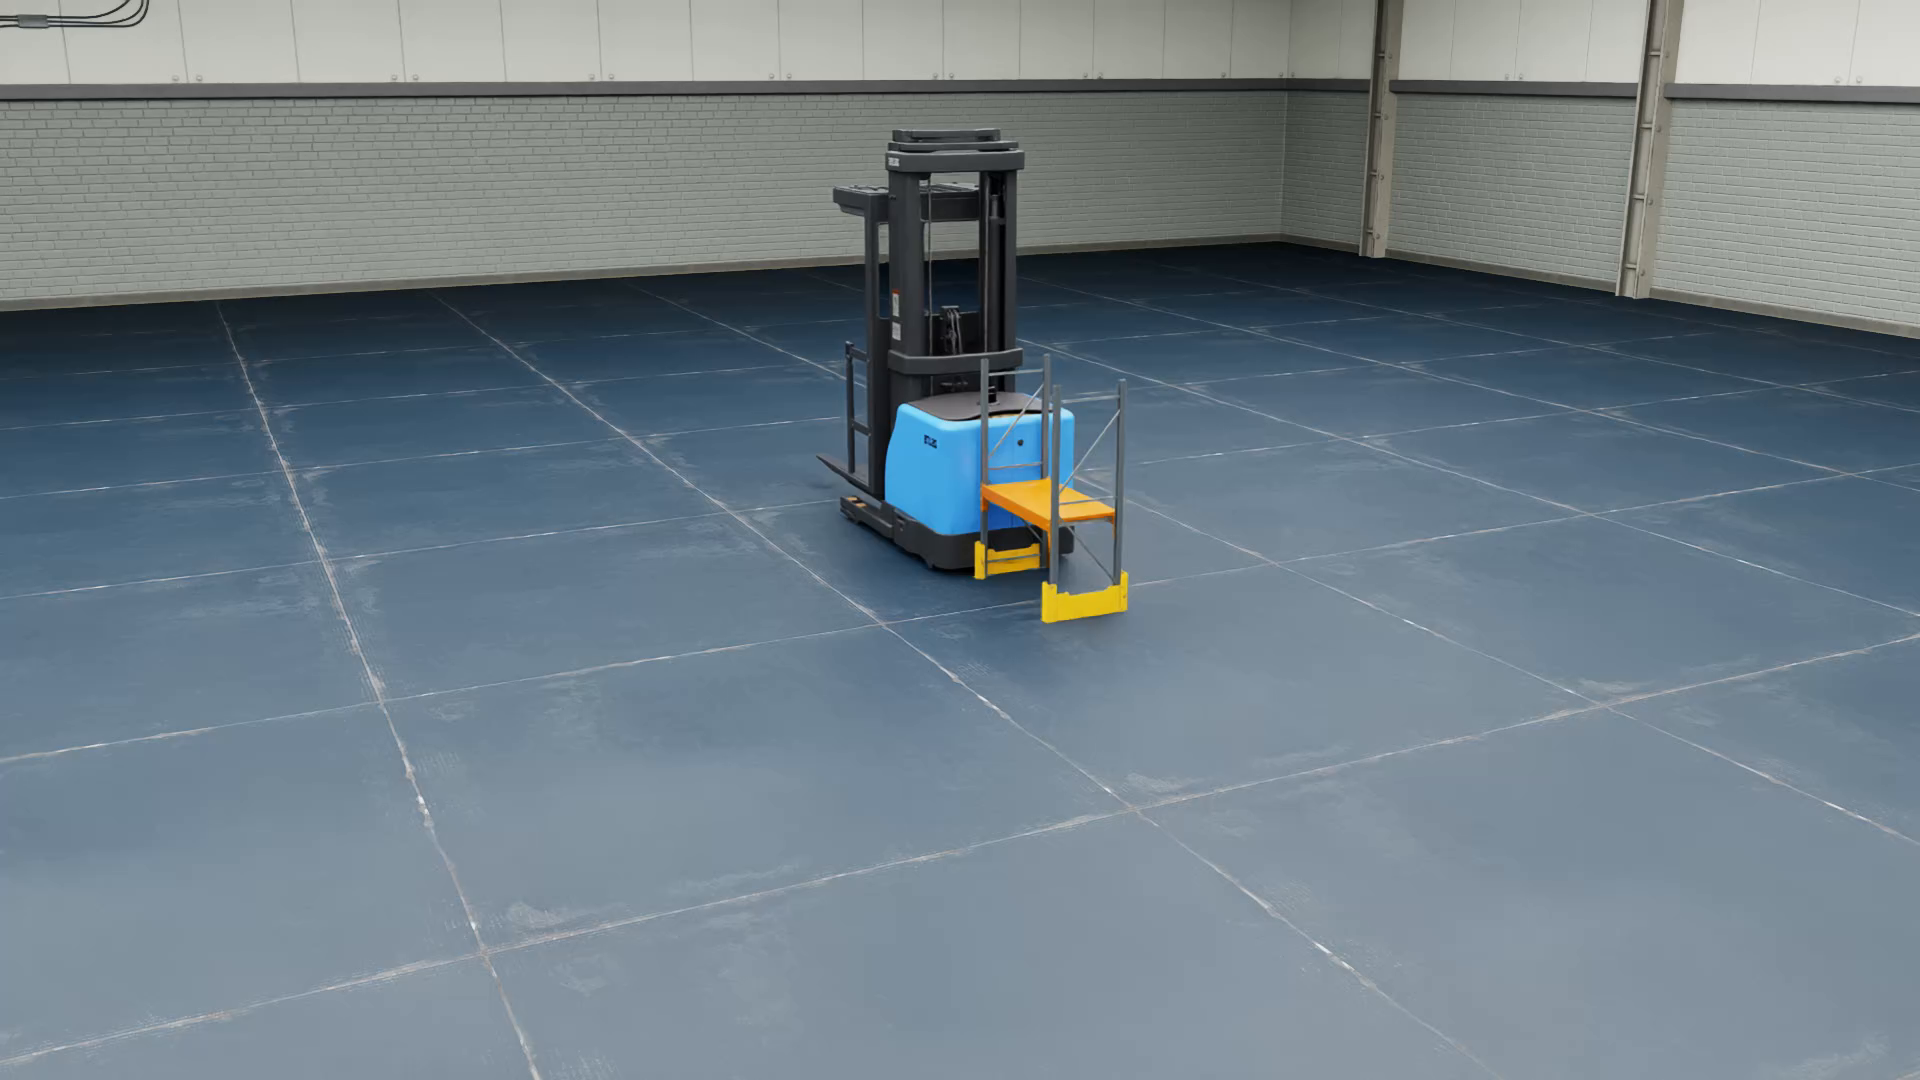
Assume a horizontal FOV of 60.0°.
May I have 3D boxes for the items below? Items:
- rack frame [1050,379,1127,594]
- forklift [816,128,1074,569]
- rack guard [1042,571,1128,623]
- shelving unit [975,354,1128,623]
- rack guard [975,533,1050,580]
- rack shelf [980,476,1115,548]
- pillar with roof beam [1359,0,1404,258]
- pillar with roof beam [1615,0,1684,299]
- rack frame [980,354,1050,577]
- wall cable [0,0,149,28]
[{"bbox_3d":[0.794,-0.240,10.369,0.500,1.500,0.032,-7,18,-24],"label":"rack frame"},{"bbox_3d":[-0.270,-1.571,12.412,1.130,2.935,3.031,-7,18,-24],"label":"forklift"},{"bbox_3d":[0.794,0.360,10.543,0.587,0.250,0.087,-7,18,-24],"label":"rack guard"},{"bbox_3d":[0.586,-0.366,10.805,0.587,1.500,1.083,-7,18,-24],"label":"shelving unit"},{"bbox_3d":[0.379,0.110,11.413,0.587,0.250,0.087,-7,18,-24],"label":"rack guard"},{"bbox_3d":[0.582,-0.195,10.863,0.538,0.185,1.000,-7,18,-24],"label":"rack shelf"},{"bbox_3d":[3.618,-8.953,27.137,9.100,9.000,0.400,-8,18,-25],"label":"pillar with roof beam"},{"bbox_3d":[6.246,-7.466,21.952,9.100,9.000,0.400,-8,18,-25],"label":"pillar with roof beam"},{"bbox_3d":[0.370,-0.495,11.257,0.500,1.500,0.032,-7,18,-24],"label":"rack frame"},{"bbox_3d":[-12.390,-9.335,22.302,2.305,6.003,0.169,-8,18,-25],"label":"wall cable"}]
